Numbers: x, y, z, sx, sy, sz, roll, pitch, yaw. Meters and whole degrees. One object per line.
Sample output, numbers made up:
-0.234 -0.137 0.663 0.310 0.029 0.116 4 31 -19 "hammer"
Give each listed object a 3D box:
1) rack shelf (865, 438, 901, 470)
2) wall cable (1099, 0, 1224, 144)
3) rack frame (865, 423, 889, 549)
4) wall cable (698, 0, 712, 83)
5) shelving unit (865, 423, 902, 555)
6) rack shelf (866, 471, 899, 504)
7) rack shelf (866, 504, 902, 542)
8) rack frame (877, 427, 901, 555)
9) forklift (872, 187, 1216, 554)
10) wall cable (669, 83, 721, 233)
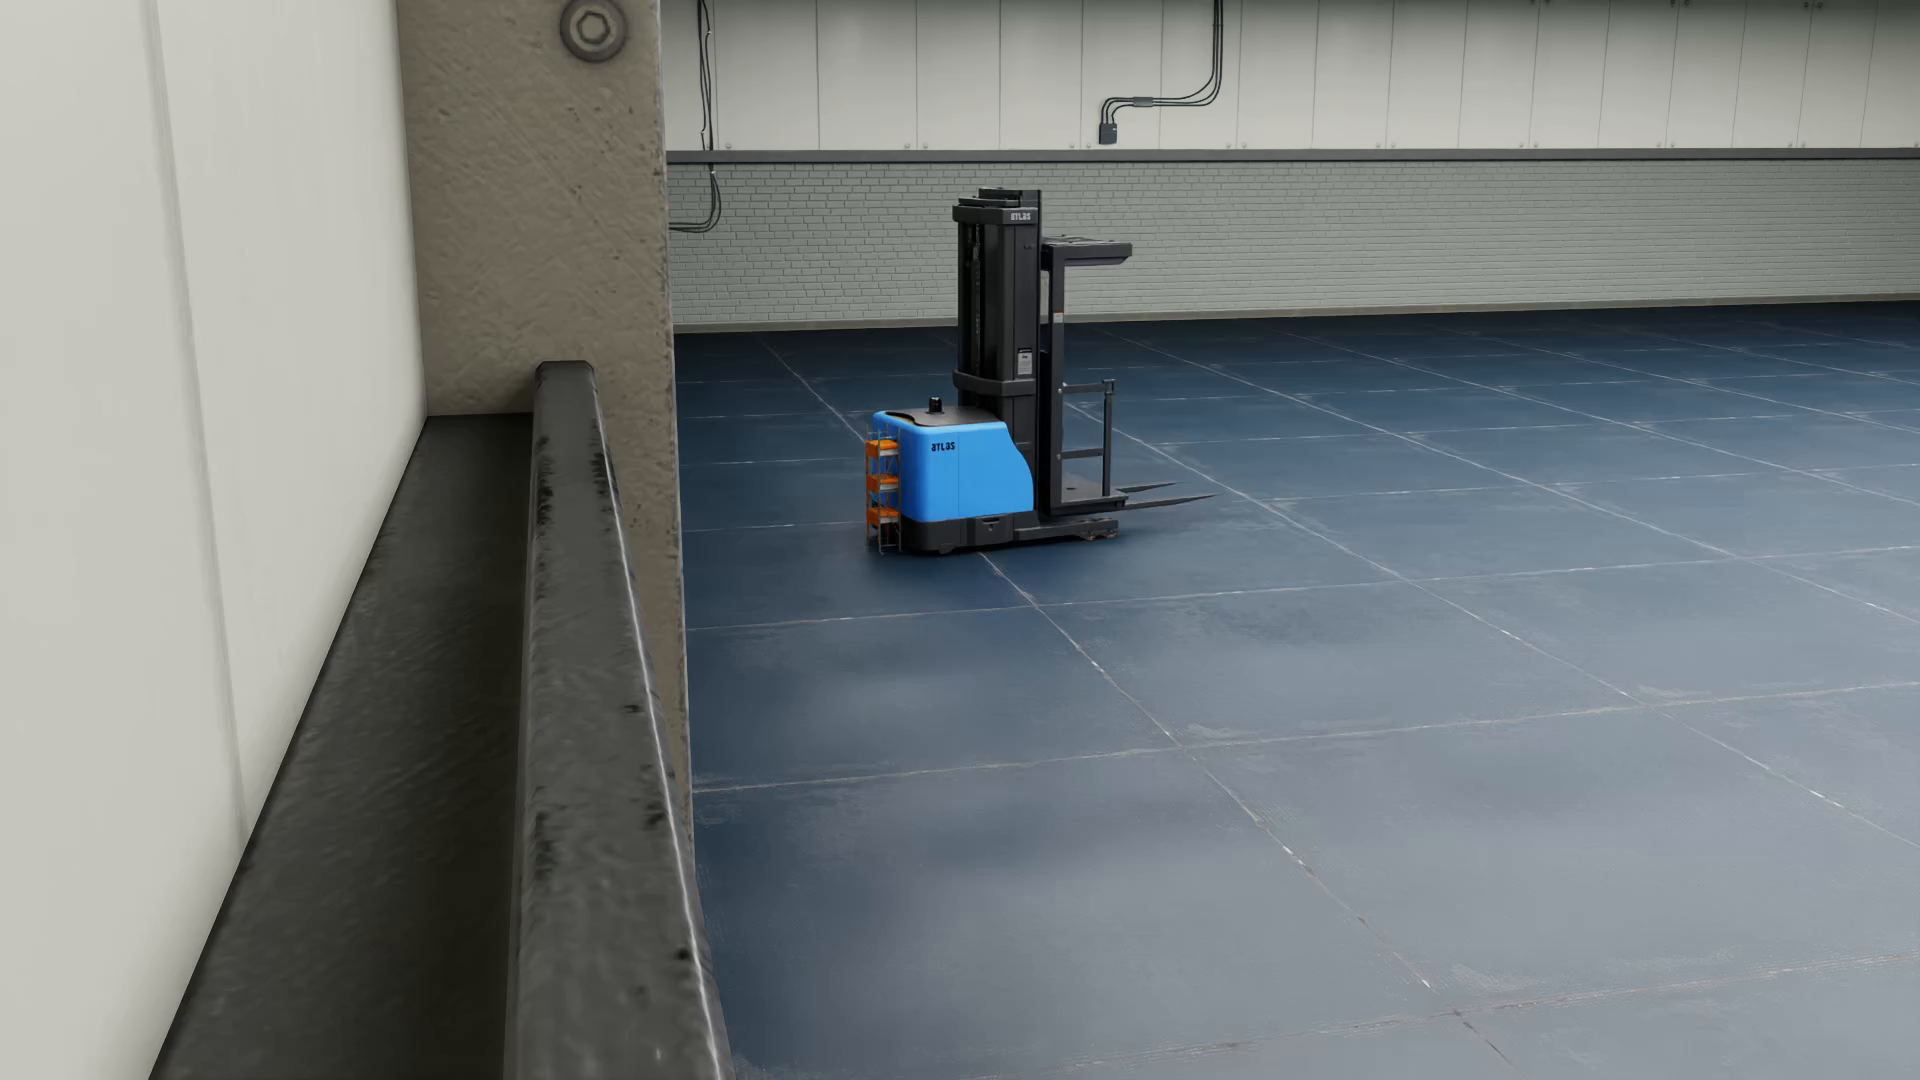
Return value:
-0.632 -0.688 13.657 0.215 0.259 0.240 -7 15 -26 "rack shelf"
3.635 -10.093 29.391 2.305 6.003 0.169 -3 14 -13 "wall cable"
-0.687 -0.448 13.828 0.200 1.050 0.008 -7 15 -26 "rack frame"
-2.967 -9.012 28.030 3.097 2.526 0.112 -3 14 -13 "wall cable"
-0.632 -0.423 13.722 0.215 1.050 0.252 -7 15 -26 "shelving unit"
-0.632 -0.412 13.725 0.215 0.259 0.240 -7 15 -26 "rack shelf"
-0.632 -0.142 13.791 0.215 0.259 0.240 -7 15 -26 "rack shelf"
-0.577 -0.397 13.616 0.200 1.050 0.008 -7 15 -26 "rack frame"
0.796 -1.527 14.278 3.031 2.935 1.130 -7 15 -25 "forklift"
-5.597 -6.407 28.013 3.097 2.526 0.112 -3 14 -13 "wall cable"
